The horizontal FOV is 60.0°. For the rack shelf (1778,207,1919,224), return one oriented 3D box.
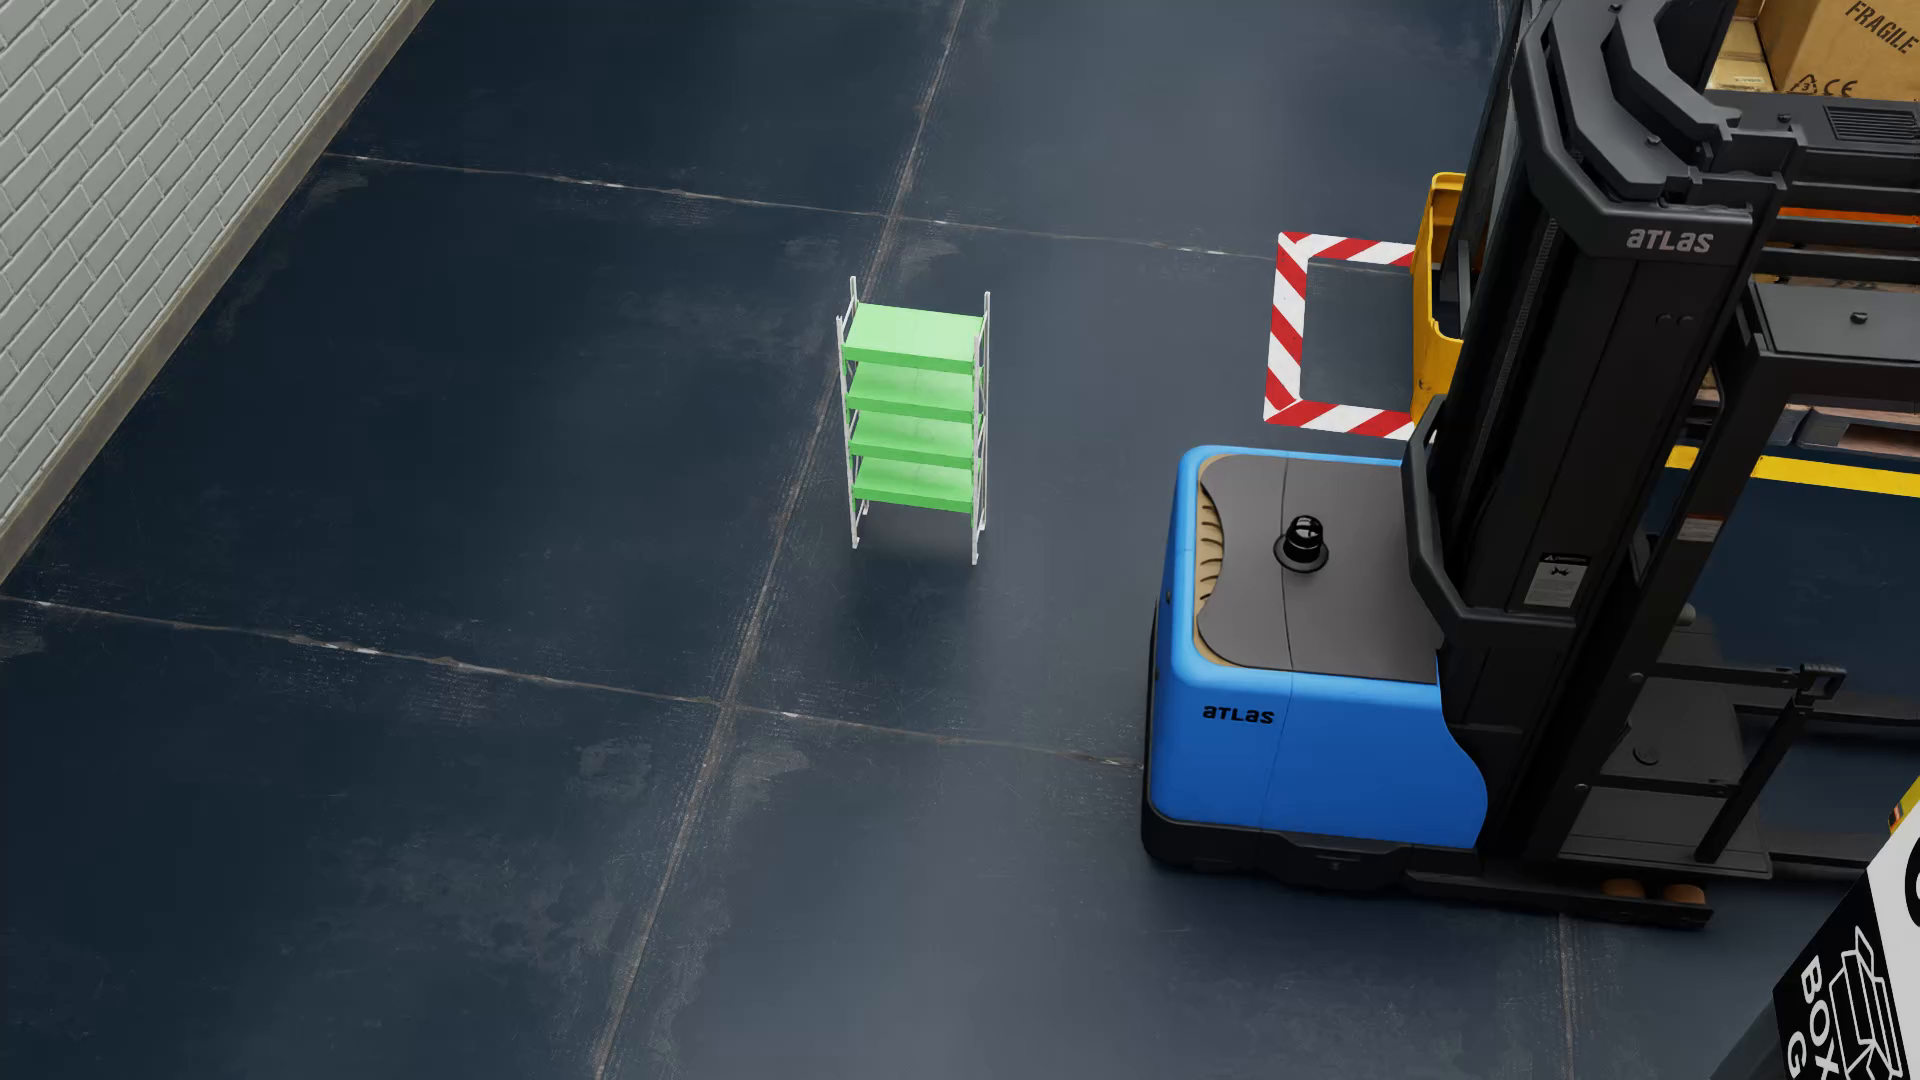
[{"bbox_3d":[4.204,-1.387,6.436,4.000,0.370,1.077,8,49,7],"label":"rack shelf"}]

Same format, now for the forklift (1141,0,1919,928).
[{"bbox_3d":[2.175,-0.106,4.847,3.031,2.935,1.130,5,48,4],"label":"forklift"}]

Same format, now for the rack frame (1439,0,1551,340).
[{"bbox_3d":[2.236,-1.893,6.406,0.127,3.000,1.000,8,49,7],"label":"rack frame"}]

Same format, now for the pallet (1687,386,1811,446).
[{"bbox_3d":[3.037,-0.912,7.400,1.213,0.211,1.003,8,49,7],"label":"pallet"}]

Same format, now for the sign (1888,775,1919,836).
[{"bbox_3d":[1.437,0.361,2.435,0.005,0.325,0.100,8,49,7],"label":"sign"}]

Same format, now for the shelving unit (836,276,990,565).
[{"bbox_3d":[-0.163,-0.423,6.295,0.503,1.200,0.258,8,49,7],"label":"shelving unit"}]

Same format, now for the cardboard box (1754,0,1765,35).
[{"bbox_3d":[3.259,-2.004,6.407,0.500,0.250,0.500,7,48,6],"label":"cardboard box"}]

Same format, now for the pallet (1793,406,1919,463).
[{"bbox_3d":[4.234,-0.749,7.253,1.213,0.211,1.003,8,49,7],"label":"pallet"}]

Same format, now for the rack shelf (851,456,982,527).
[{"bbox_3d":[-0.163,-0.220,6.521,0.480,0.148,0.258,8,49,7],"label":"rack shelf"}]

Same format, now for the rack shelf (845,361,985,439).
[{"bbox_3d":[-0.163,-0.541,6.164,0.480,0.148,0.258,8,49,7],"label":"rack shelf"}]

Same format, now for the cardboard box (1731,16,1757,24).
[{"bbox_3d":[2.760,-2.072,6.468,0.500,0.250,0.500,7,48,6],"label":"cardboard box"}]

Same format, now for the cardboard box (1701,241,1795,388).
[{"bbox_3d":[2.880,-1.297,7.017,0.875,0.875,0.875,8,49,7],"label":"cardboard box"}]

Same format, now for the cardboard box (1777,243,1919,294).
[{"bbox_3d":[3.776,-1.176,6.908,0.875,0.875,0.875,8,49,7],"label":"cardboard box"}]

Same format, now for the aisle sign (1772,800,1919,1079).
[{"bbox_3d":[1.337,0.640,2.383,0.004,0.787,0.394,8,49,7],"label":"aisle sign"}]

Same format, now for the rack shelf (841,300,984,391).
[{"bbox_3d":[-0.163,-0.701,5.986,0.480,0.148,0.258,8,49,7],"label":"rack shelf"}]

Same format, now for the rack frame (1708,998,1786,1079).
[{"bbox_3d":[1.356,1.731,3.150,0.053,2.616,0.949,8,49,7],"label":"rack frame"}]

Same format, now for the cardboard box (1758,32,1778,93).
[{"bbox_3d":[3.173,-1.617,6.059,0.500,0.250,0.500,7,48,6],"label":"cardboard box"}]

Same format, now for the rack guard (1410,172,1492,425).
[{"bbox_3d":[2.213,-1.060,7.339,0.348,0.500,1.175,8,49,7],"label":"rack guard"}]

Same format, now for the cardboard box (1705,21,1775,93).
[{"bbox_3d":[2.661,-1.681,6.116,0.500,0.250,0.500,7,48,6],"label":"cardboard box"}]

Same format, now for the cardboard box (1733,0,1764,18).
[{"bbox_3d":[2.762,-2.320,6.187,0.500,0.500,0.500,8,49,7],"label":"cardboard box"}]

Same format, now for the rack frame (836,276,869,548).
[{"bbox_3d":[-0.403,-0.455,6.324,0.015,1.200,0.240,8,49,7],"label":"rack frame"}]

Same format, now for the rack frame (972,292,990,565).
[{"bbox_3d":[0.077,-0.391,6.266,0.015,1.200,0.240,8,49,7],"label":"rack frame"}]

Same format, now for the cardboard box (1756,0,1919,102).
[{"bbox_3d":[3.153,-1.865,5.778,0.500,0.500,0.500,7,48,6],"label":"cardboard box"}]

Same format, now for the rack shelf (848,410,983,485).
[{"bbox_3d":[-0.163,-0.380,6.343,0.480,0.148,0.258,8,49,7],"label":"rack shelf"}]
